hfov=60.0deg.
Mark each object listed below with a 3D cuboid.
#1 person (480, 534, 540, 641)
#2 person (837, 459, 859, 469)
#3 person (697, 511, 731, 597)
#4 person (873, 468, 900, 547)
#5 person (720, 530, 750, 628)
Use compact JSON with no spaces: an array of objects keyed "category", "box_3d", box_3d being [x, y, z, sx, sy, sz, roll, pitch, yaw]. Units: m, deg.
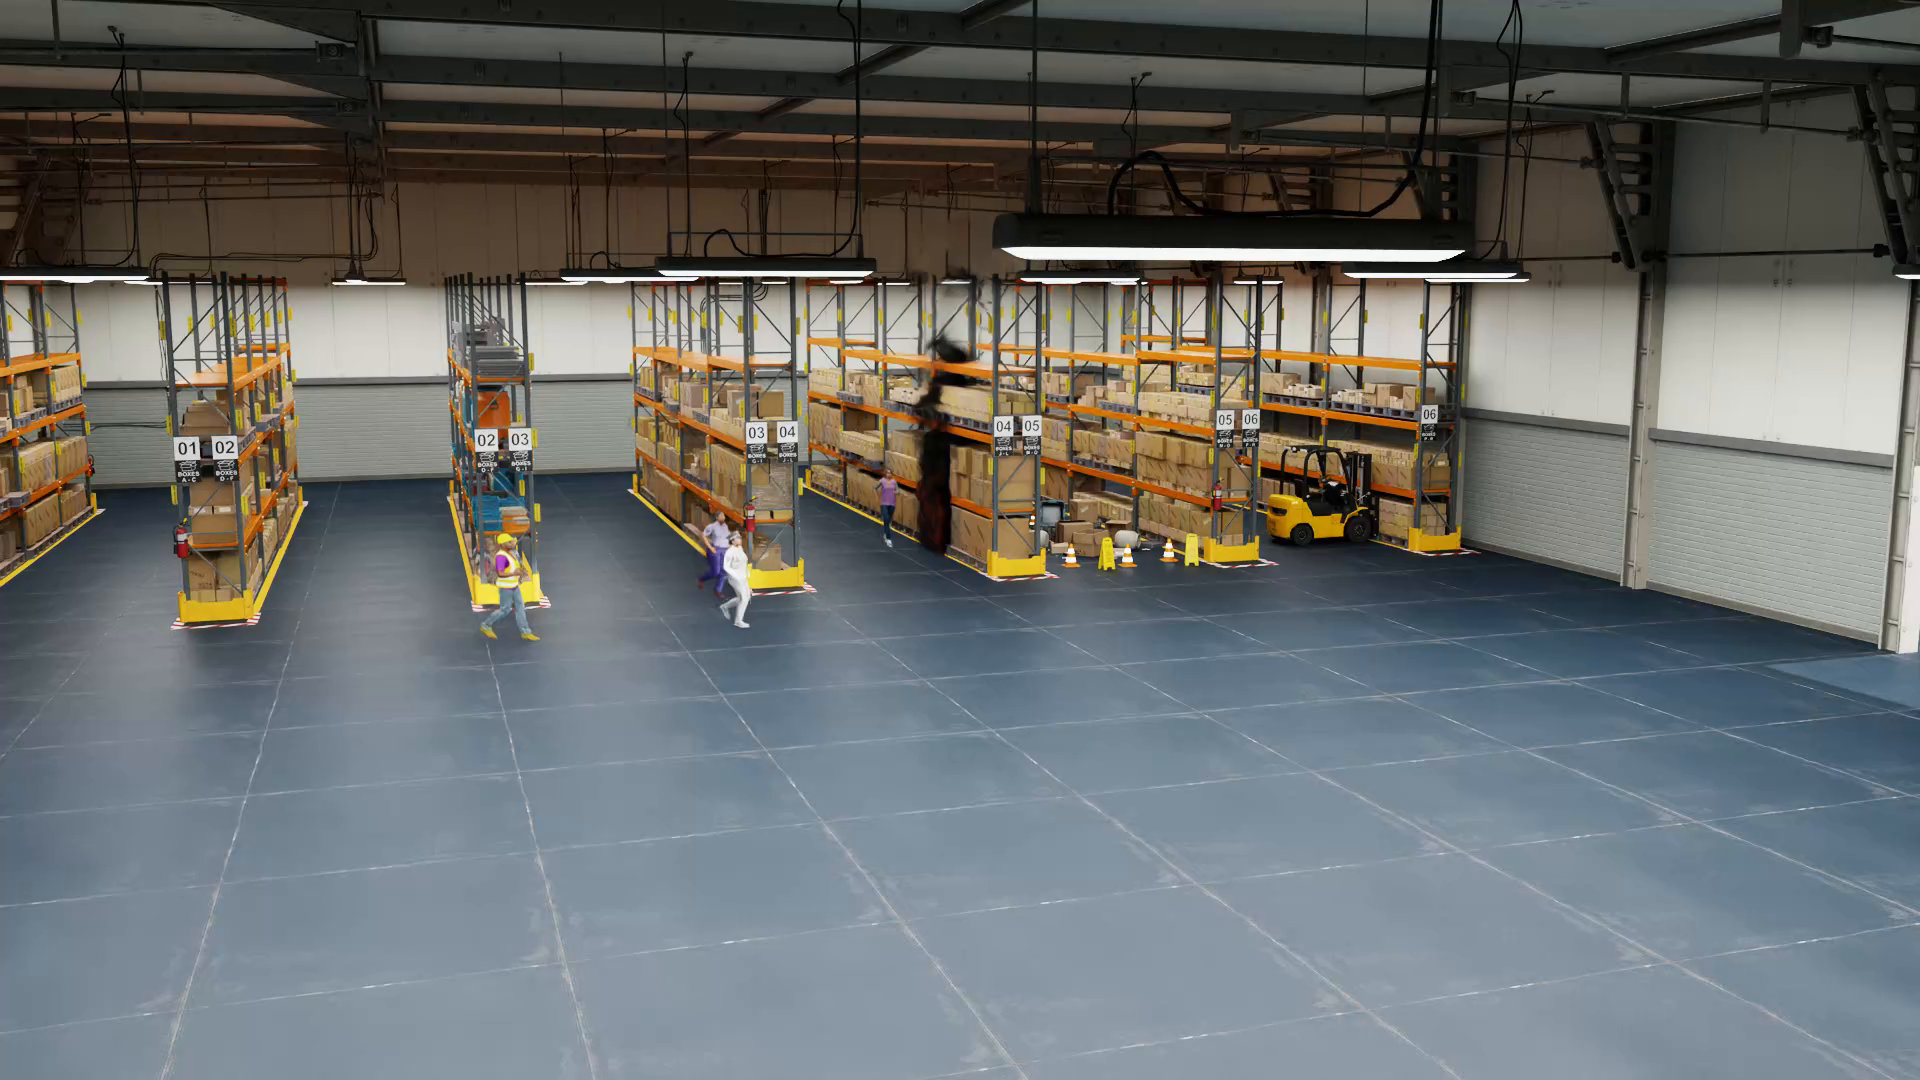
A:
[{"category":"person","box_3d":[-7.323,0.773,26.942,0.962,1.771,0.695,1,9,5]},{"category":"person","box_3d":[-3.461,-2.697,50.026,1.079,1.742,0.724,-3,9,-18]},{"category":"person","box_3d":[-4.540,0.247,31.286,0.694,1.569,0.657,8,12,43]},{"category":"person","box_3d":[-1.564,-0.718,35.500,0.469,1.651,0.708,-4,9,-25]},{"category":"person","box_3d":[-3.842,0.654,28.331,0.518,1.673,0.616,3,9,16]}]
